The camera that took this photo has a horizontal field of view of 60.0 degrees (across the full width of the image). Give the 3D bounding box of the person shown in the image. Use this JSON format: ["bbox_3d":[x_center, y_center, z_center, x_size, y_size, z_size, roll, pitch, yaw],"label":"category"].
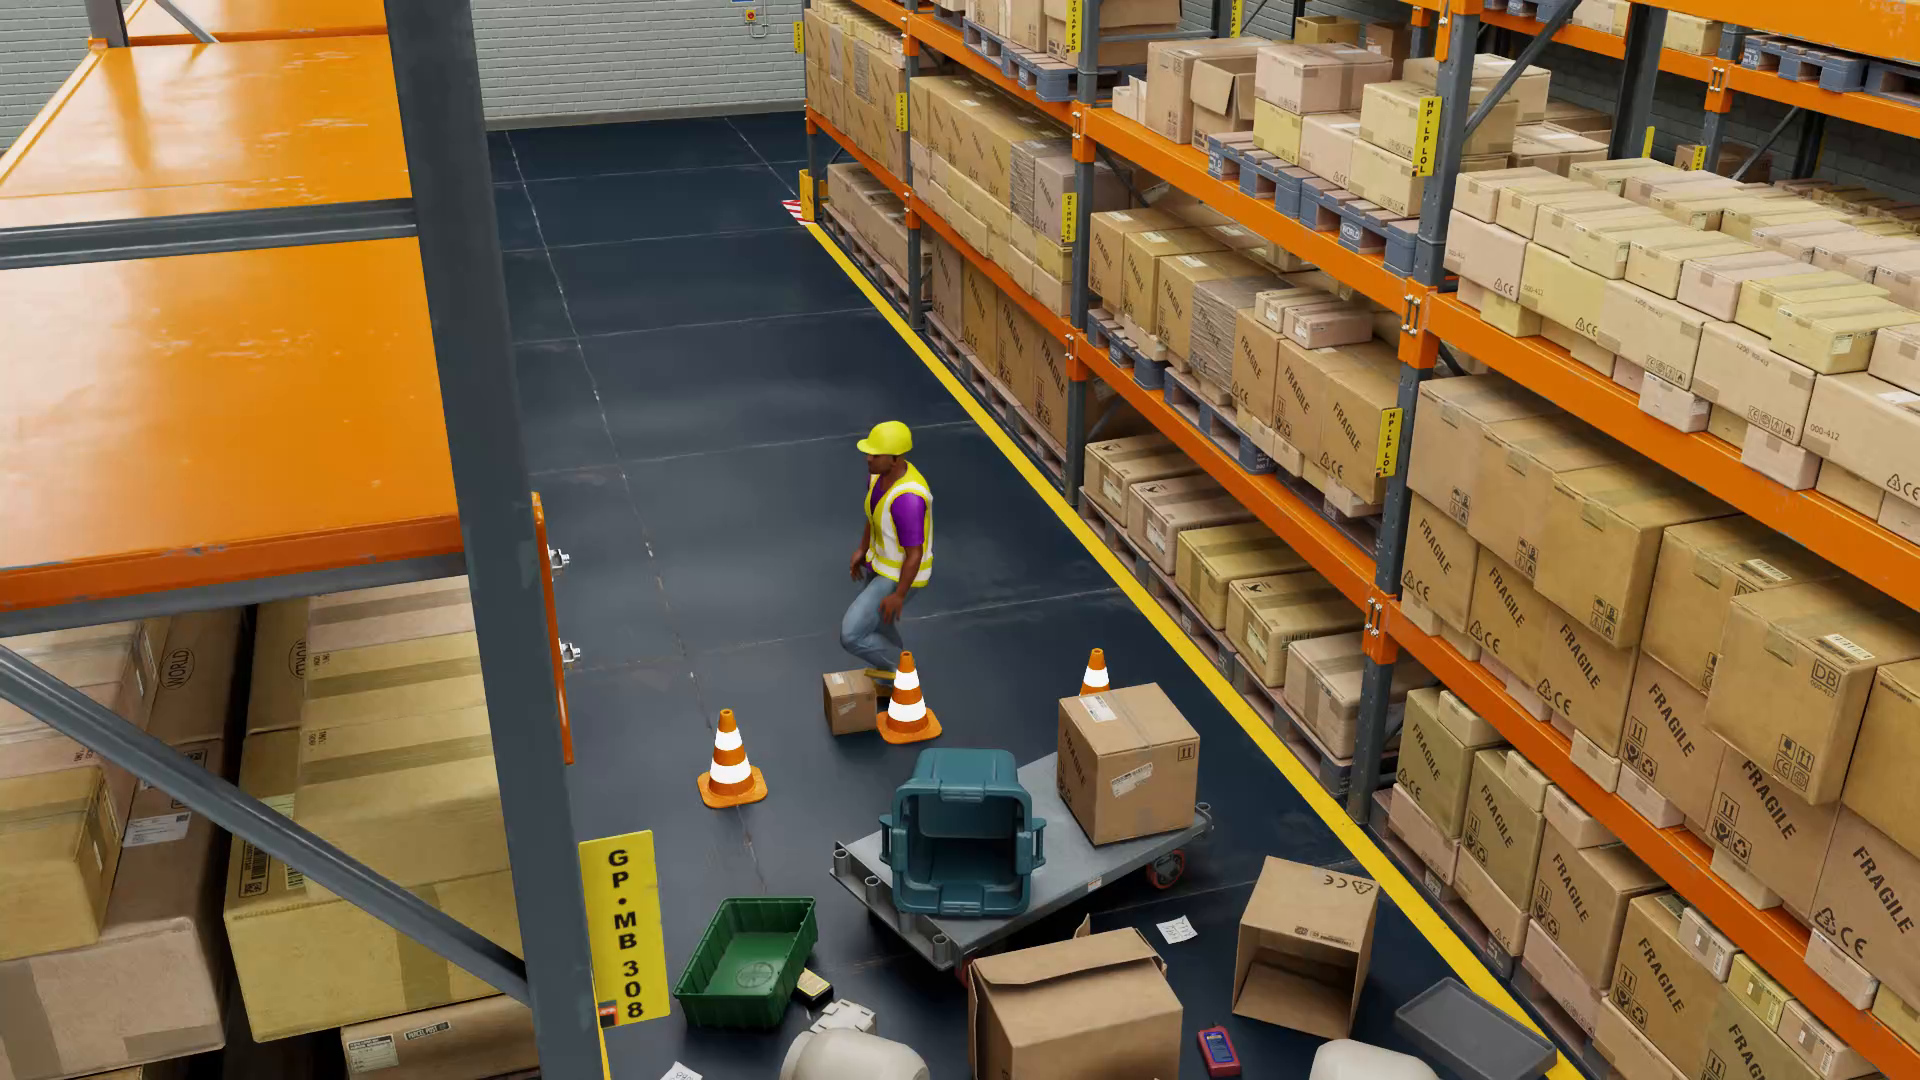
[{"bbox_3d":[-0.429,0.188,8.955,0.554,1.764,0.636,-10,28,-19],"label":"person"}]
